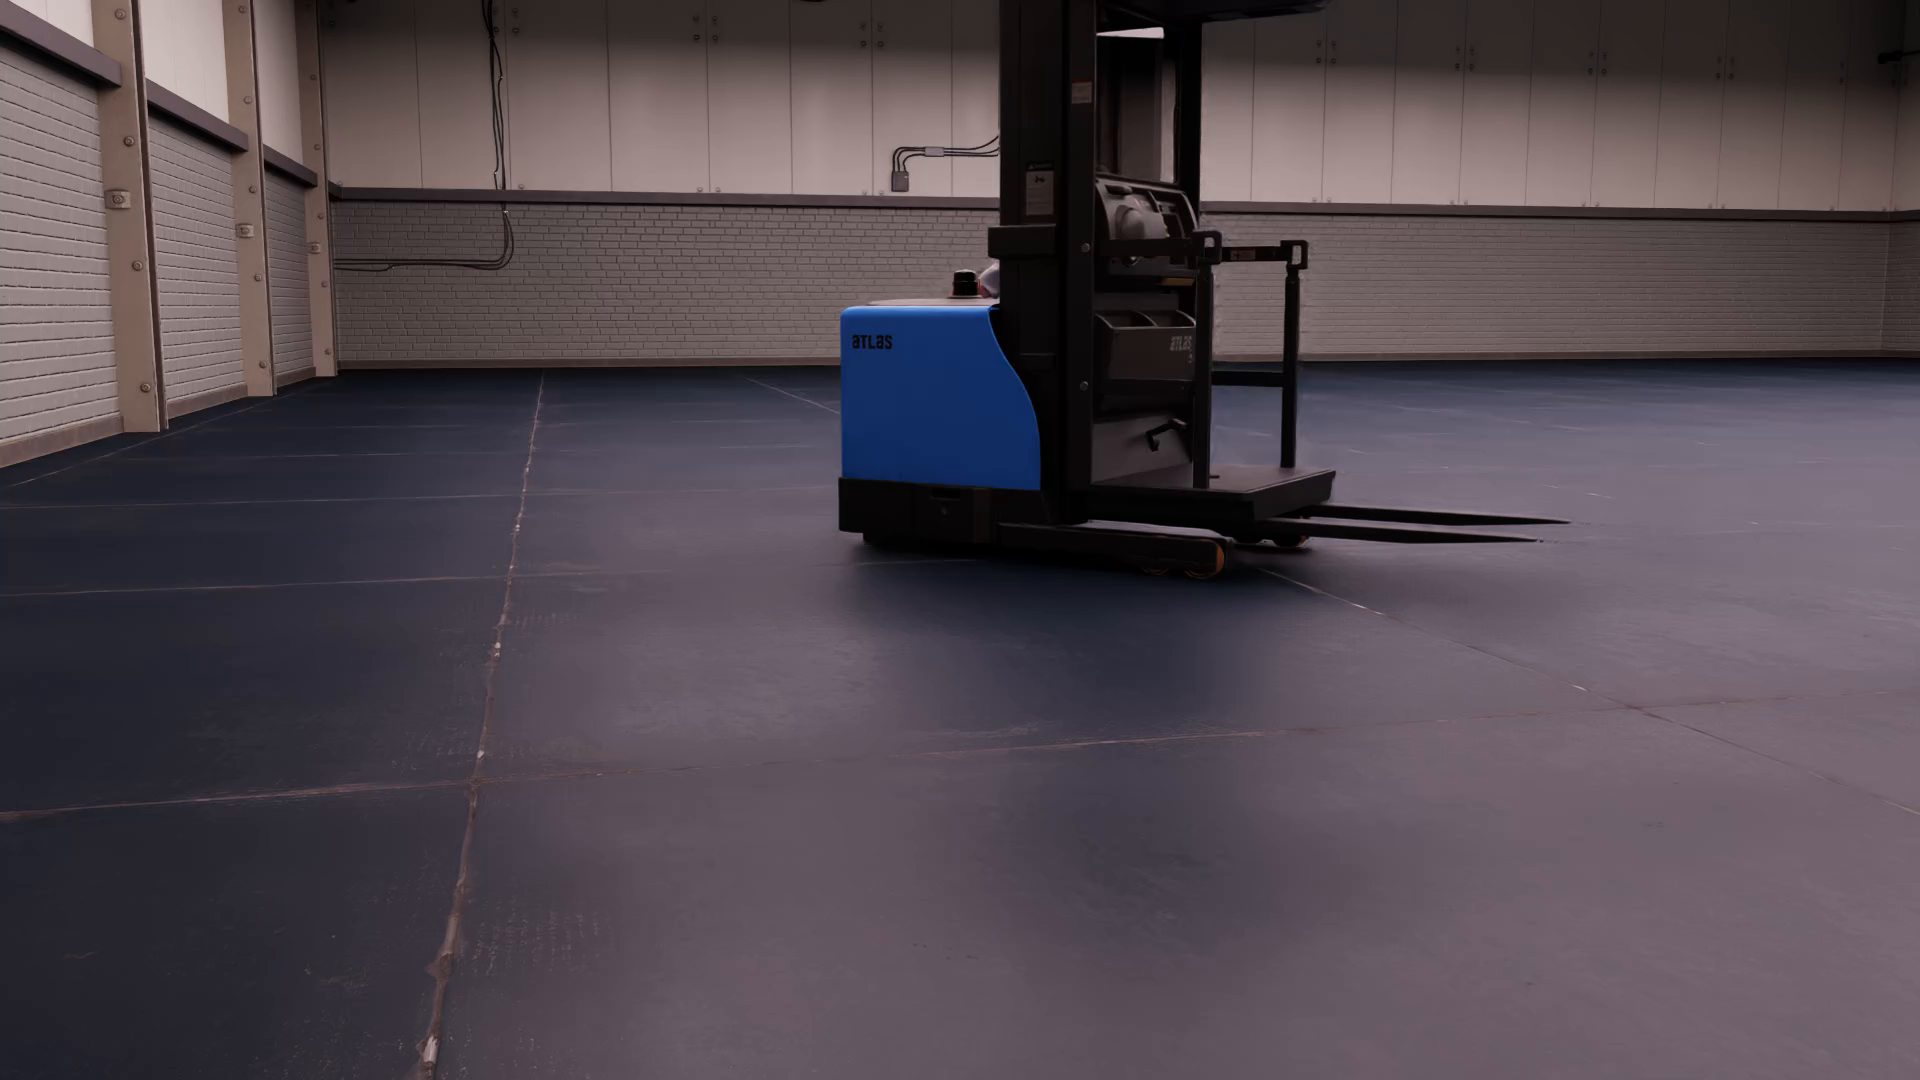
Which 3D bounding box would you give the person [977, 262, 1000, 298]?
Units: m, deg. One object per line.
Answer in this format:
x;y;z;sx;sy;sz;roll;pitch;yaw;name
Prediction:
0.338;-0.939;8.628;1.158;1.578;0.924;-3;8;-19;person

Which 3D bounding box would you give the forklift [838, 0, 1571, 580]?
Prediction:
0.980;-1.378;6.978;3.031;2.935;1.130;5;9;31;forklift
